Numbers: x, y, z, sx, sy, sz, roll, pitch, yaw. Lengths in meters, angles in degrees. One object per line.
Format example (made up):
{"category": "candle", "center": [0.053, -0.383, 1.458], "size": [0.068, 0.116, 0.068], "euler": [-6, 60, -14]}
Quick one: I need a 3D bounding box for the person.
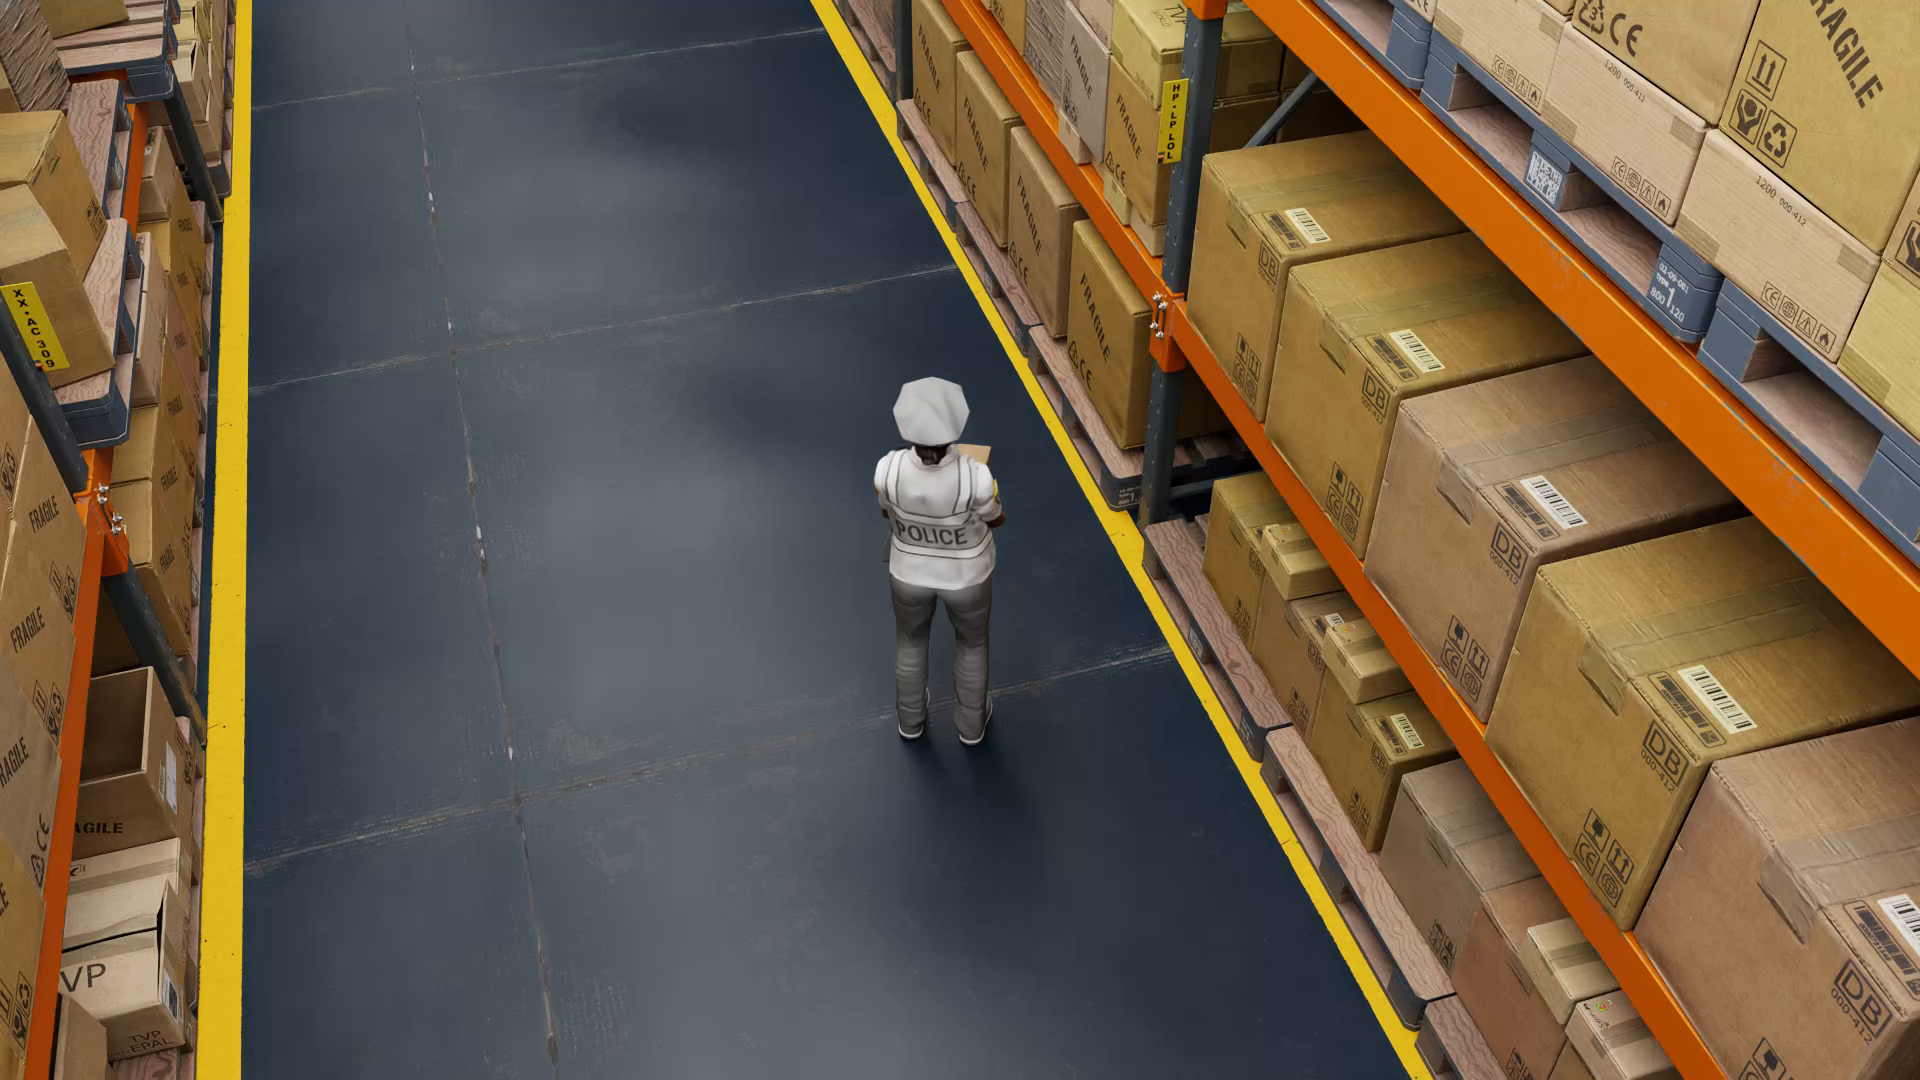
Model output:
{"category": "person", "center": [-0.056, 0.051, 6.089], "size": [0.451, 1.689, 0.527], "euler": [6, 43, 6]}
